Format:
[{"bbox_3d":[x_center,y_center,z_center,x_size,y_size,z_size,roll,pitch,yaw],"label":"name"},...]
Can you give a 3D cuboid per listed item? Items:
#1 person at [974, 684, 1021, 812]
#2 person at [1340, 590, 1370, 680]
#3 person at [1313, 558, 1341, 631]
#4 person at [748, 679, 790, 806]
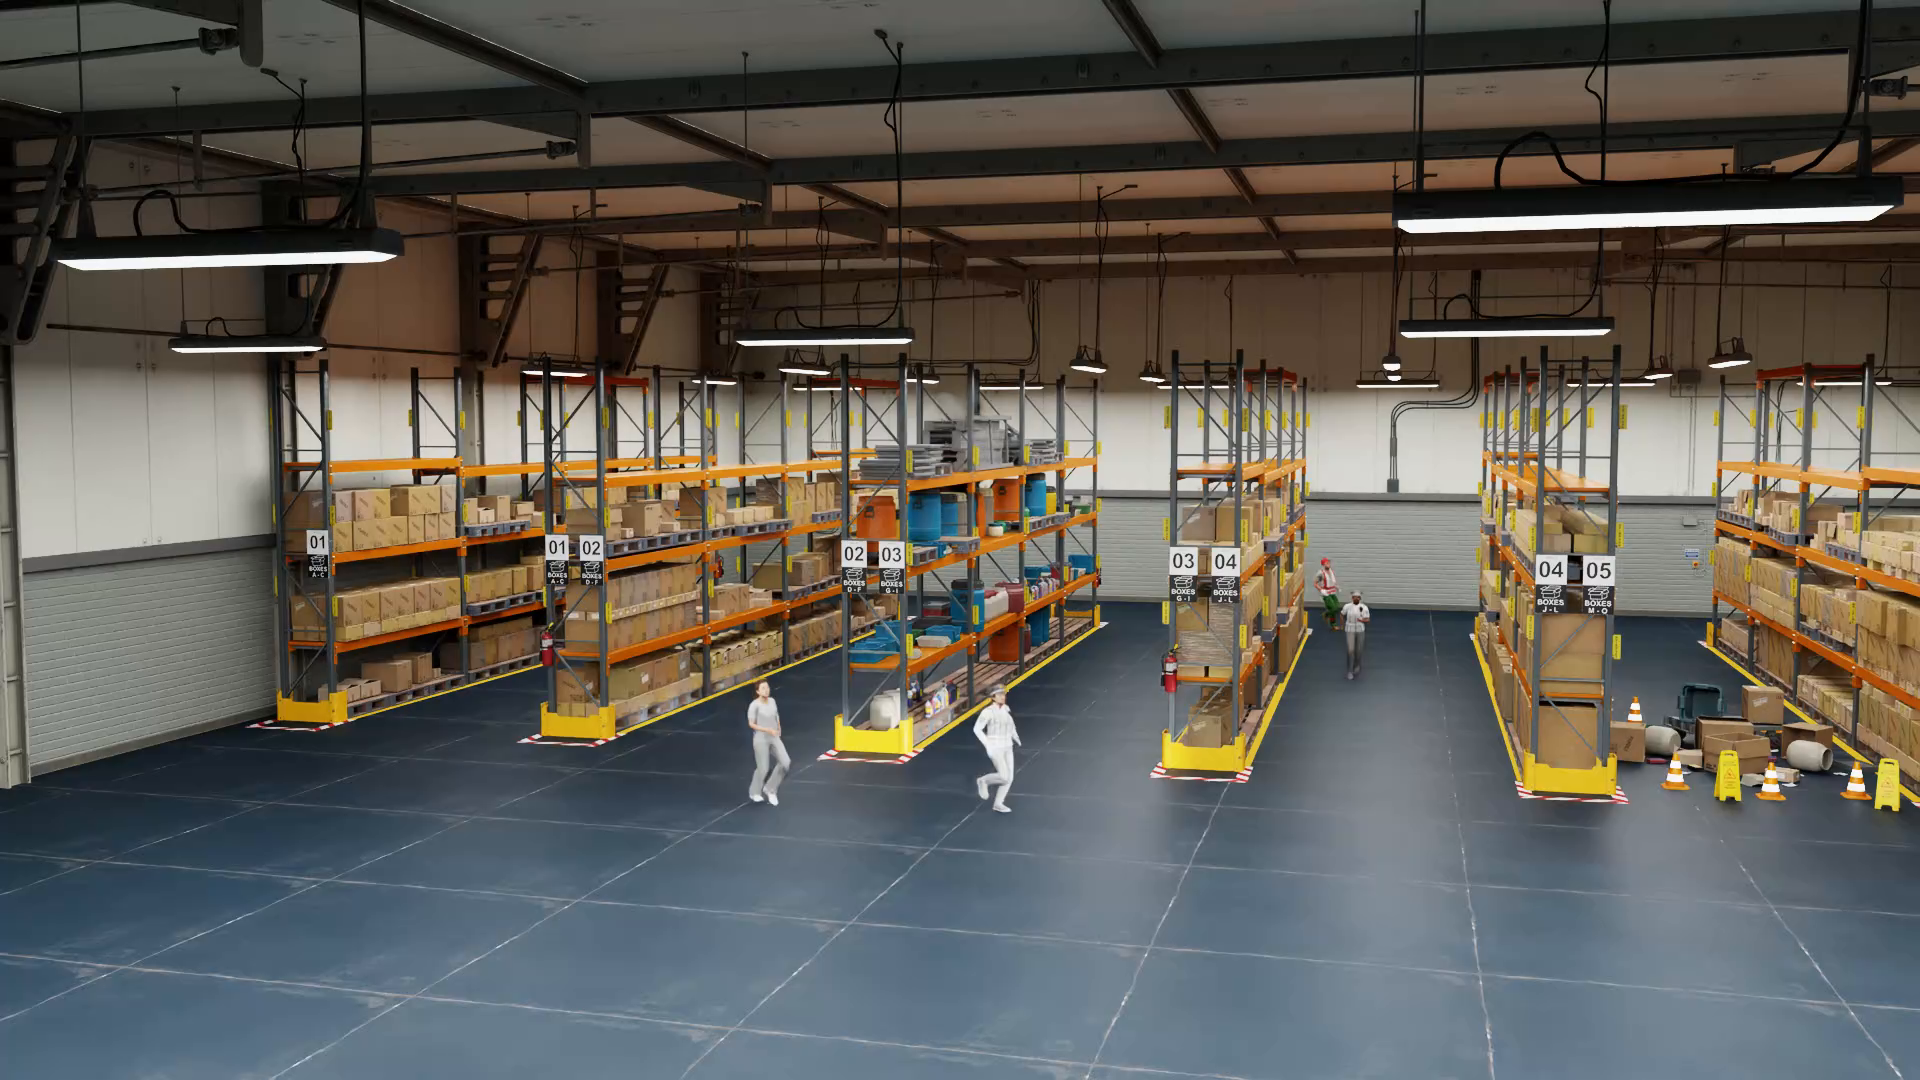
[{"bbox_3d":[0.514,2.657,21.302,0.631,1.640,0.503,-4,5,-41],"label":"person"},{"bbox_3d":[7.690,1.836,32.380,0.549,1.755,0.767,1,4,8],"label":"person"},{"bbox_3d":[8.728,1.286,39.637,0.659,1.724,0.646,-2,5,-27],"label":"person"},{"bbox_3d":[-2.510,2.629,21.648,0.574,1.649,0.668,-4,6,-42],"label":"person"}]
